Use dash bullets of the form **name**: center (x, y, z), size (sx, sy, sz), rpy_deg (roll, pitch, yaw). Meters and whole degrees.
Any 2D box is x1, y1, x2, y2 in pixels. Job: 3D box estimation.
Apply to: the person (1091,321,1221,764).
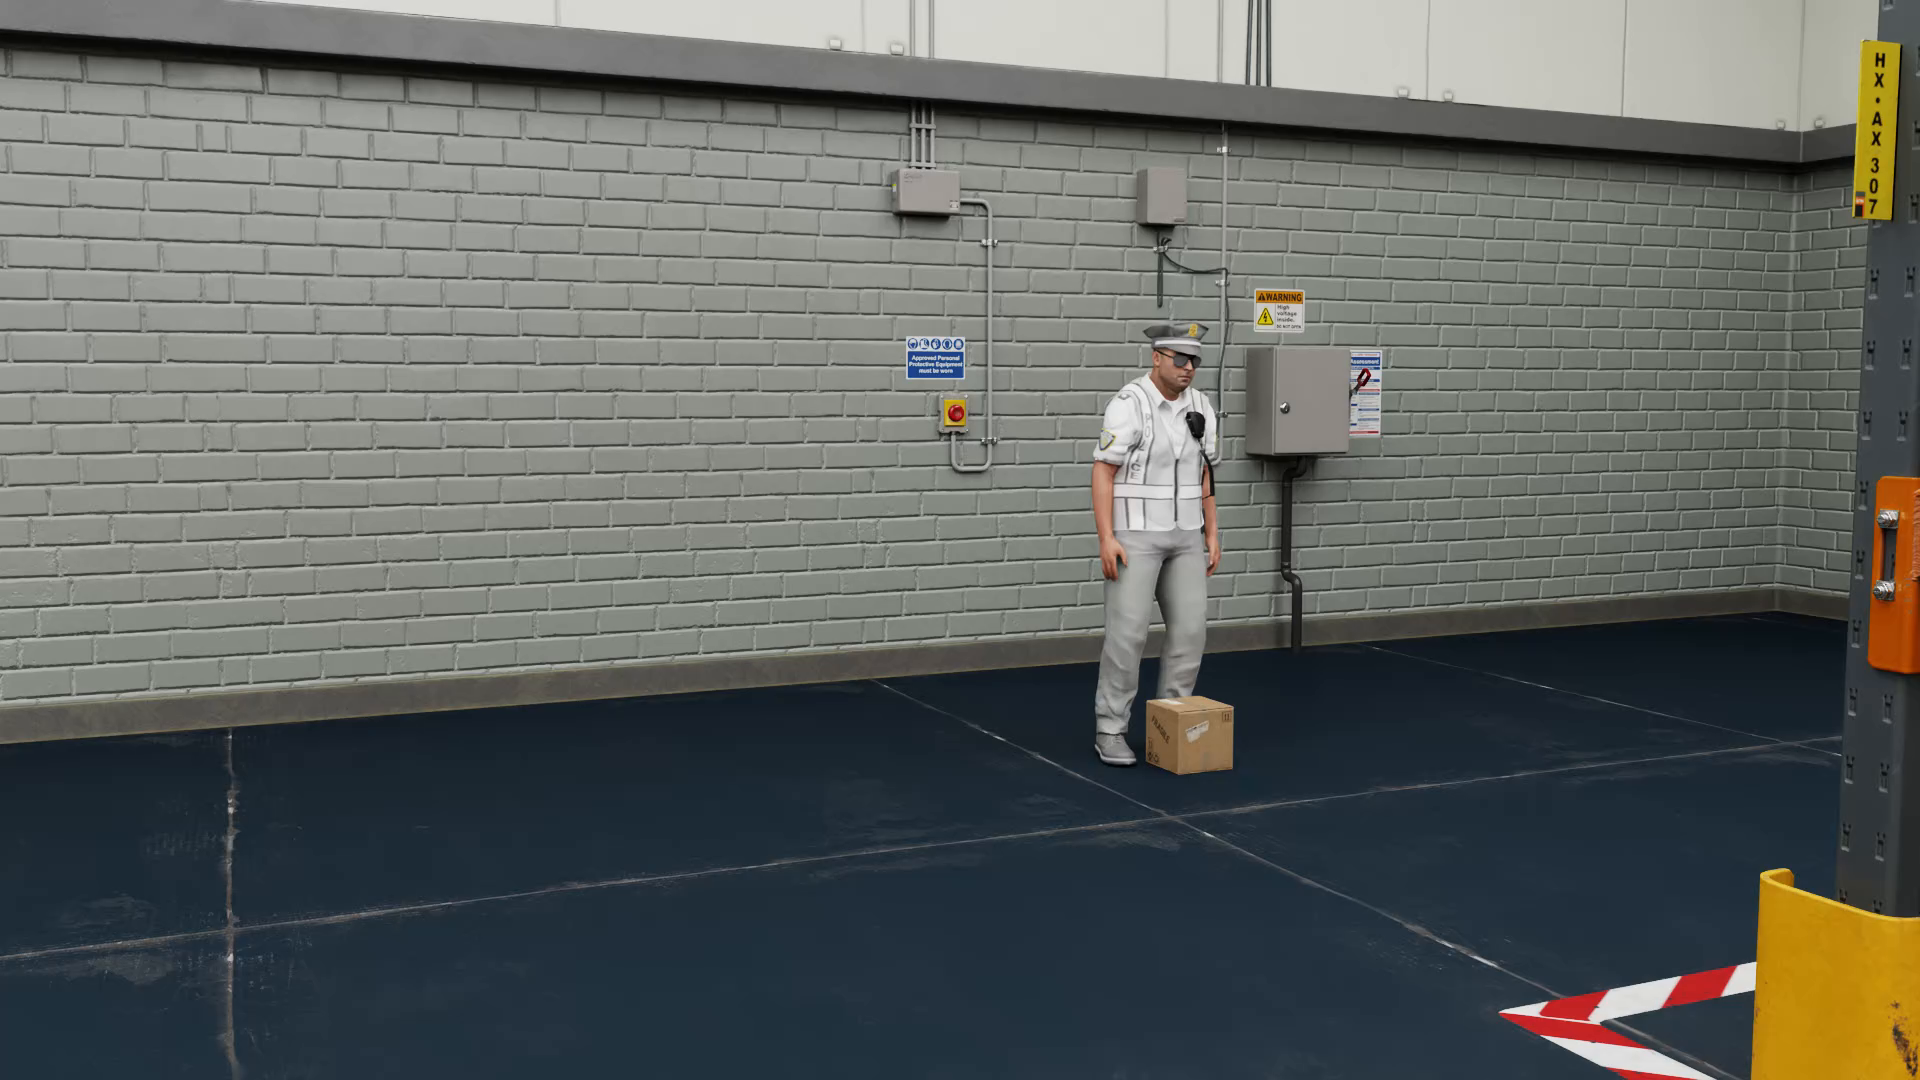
- **person**: center (0.798, 0.000, 6.723), size (0.601, 1.747, 0.480), rpy_deg (-3, 6, -27)
